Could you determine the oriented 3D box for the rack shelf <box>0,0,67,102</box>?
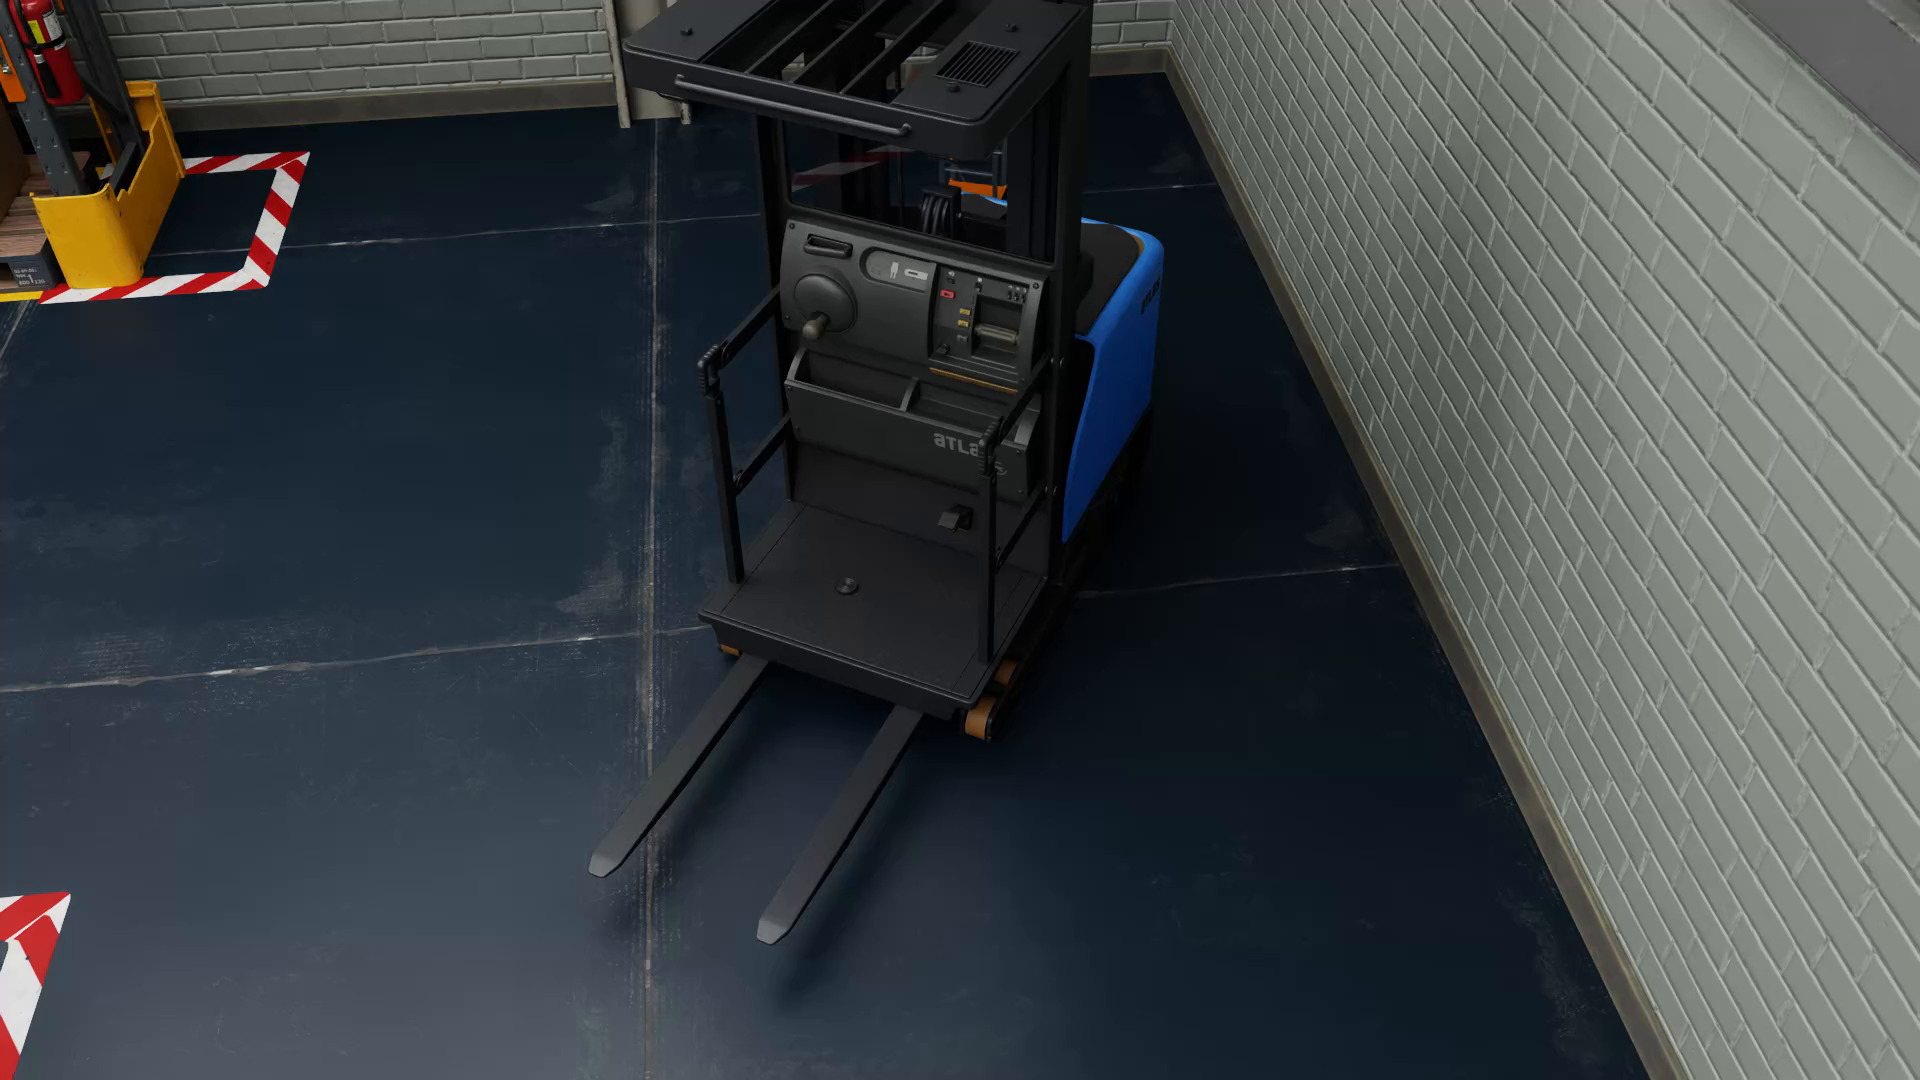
[{"bbox_3d":[-6.271,-2.289,7.586,4.000,0.370,1.077,-5,42,-6],"label":"rack shelf"}]

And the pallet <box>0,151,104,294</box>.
[{"bbox_3d":[-5.071,-1.573,8.337,1.213,0.211,1.003,-5,42,-6],"label":"pallet"}]

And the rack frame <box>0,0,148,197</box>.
[{"bbox_3d":[-4.288,-2.730,7.537,0.127,3.000,1.000,-5,42,-6],"label":"rack frame"}]

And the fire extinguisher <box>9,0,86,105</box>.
[{"bbox_3d":[-4.078,-2.269,7.363,0.183,0.674,0.296,-5,42,-6],"label":"fire extinguisher"}]

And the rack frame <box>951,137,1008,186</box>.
[{"bbox_3d":[0.081,-1.234,7.222,0.240,1.200,0.006,9,43,10],"label":"rack frame"}]

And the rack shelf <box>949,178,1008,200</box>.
[{"bbox_3d":[0.059,-1.409,6.945,0.258,0.103,0.180,9,43,10],"label":"rack shelf"}]

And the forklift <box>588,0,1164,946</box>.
[{"bbox_3d":[-0.255,-0.708,5.346,1.130,2.935,3.031,17,45,18],"label":"forklift"}]

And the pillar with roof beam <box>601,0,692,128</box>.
[{"bbox_3d":[-1.165,-2.908,3.255,0.400,9.000,9.100,-5,42,-6],"label":"pillar with roof beam"}]

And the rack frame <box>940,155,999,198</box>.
[{"bbox_3d":[0.038,-1.115,7.090,0.240,1.200,0.006,9,43,10],"label":"rack frame"}]

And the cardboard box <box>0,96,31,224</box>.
[{"bbox_3d":[-4.969,-1.831,8.093,0.500,0.500,0.700,-5,42,-6],"label":"cardboard box"}]

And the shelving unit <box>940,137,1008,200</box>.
[{"bbox_3d":[0.059,-1.174,7.156,0.258,1.200,0.189,9,43,10],"label":"shelving unit"}]

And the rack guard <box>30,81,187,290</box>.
[{"bbox_3d":[-4.264,-1.804,8.377,0.348,0.500,1.175,-5,42,-6],"label":"rack guard"}]
